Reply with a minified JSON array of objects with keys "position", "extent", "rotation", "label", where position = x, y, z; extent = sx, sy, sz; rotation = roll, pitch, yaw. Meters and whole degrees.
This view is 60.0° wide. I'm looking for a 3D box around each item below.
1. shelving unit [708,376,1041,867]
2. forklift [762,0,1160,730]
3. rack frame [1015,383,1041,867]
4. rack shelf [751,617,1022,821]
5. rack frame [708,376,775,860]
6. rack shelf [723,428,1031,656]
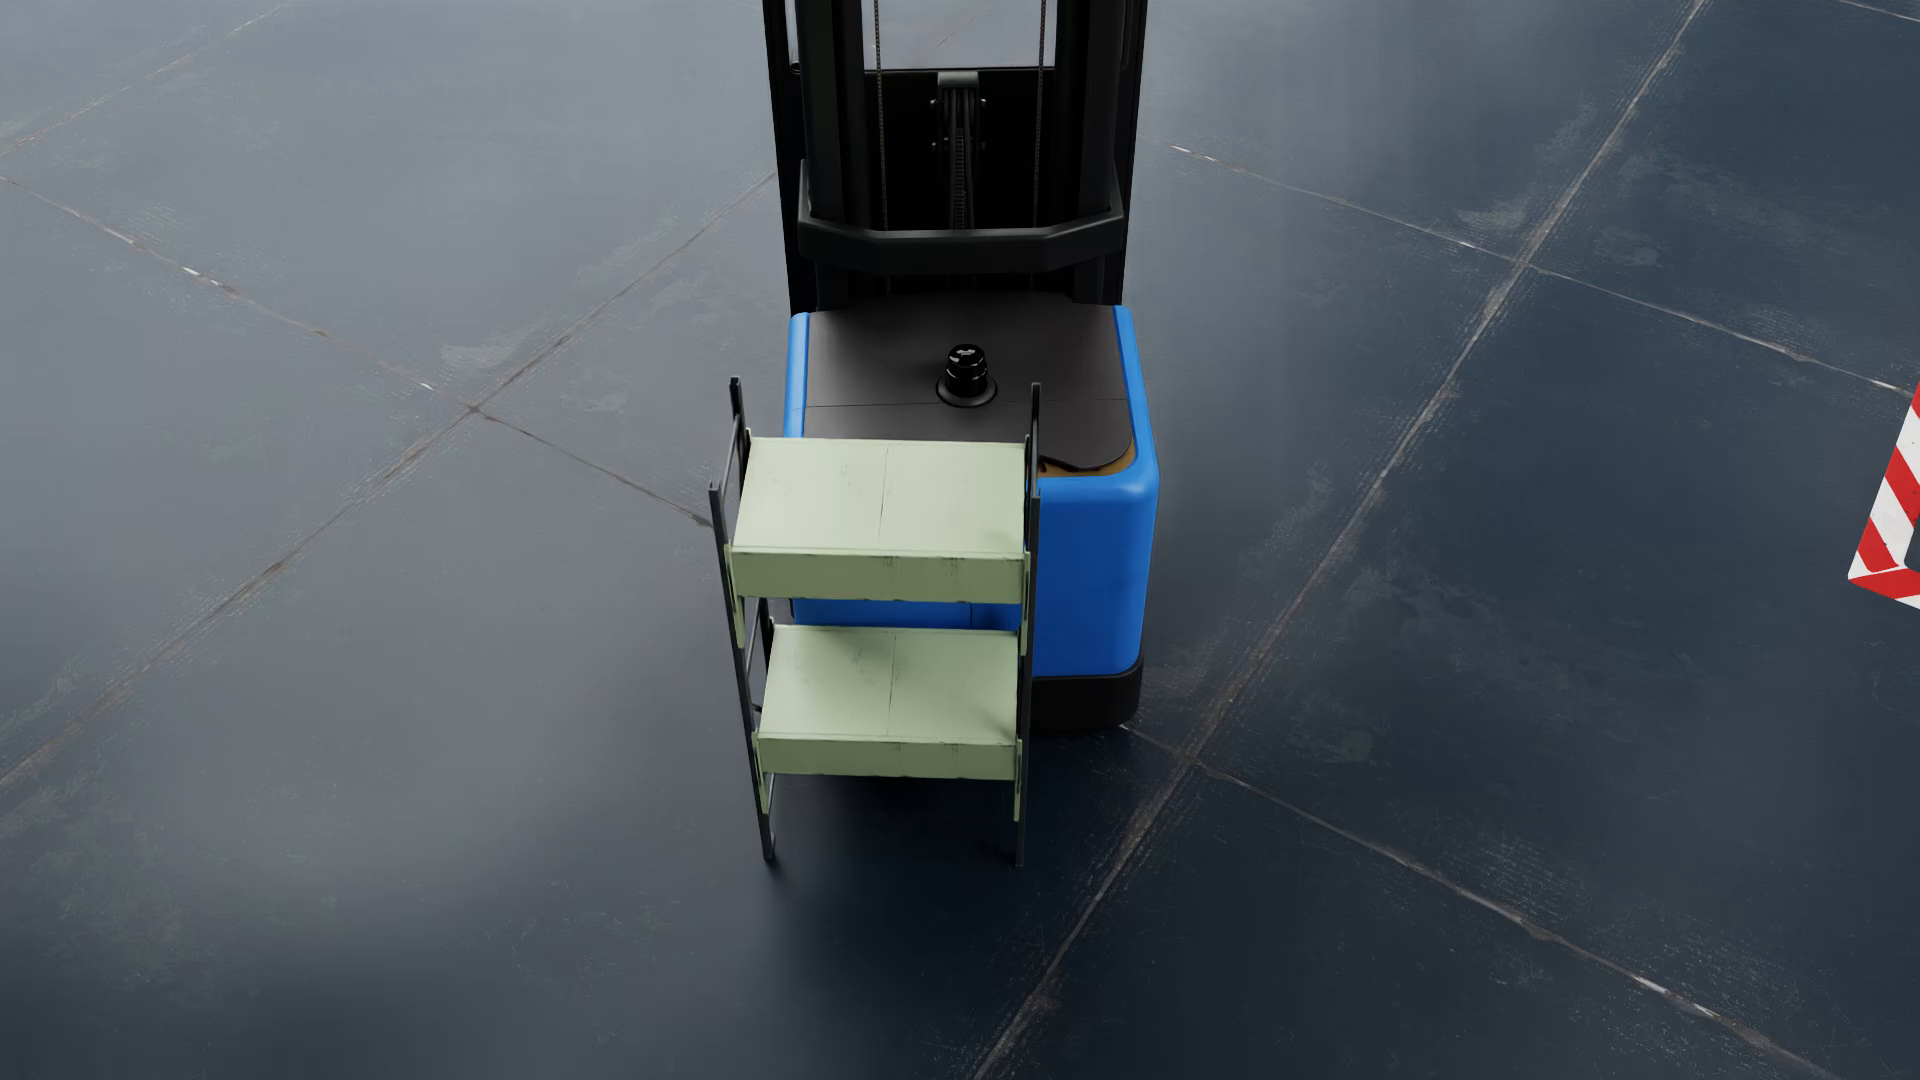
[{"position":[-0.188,0.275,4.436],"extent":[0.755,1.500,0.431],"rotation":[1,46,1],"label":"shelving unit"},{"position":[-0.023,-1.471,5.136],"extent":[1.130,2.935,3.031],"rotation":[-2,46,-1],"label":"forklift"},{"position":[0.178,0.284,4.427],"extent":[0.023,1.500,0.400],"rotation":[1,46,1],"label":"rack frame"},{"position":[-0.188,0.502,4.670],"extent":[0.720,0.370,0.431],"rotation":[1,46,1],"label":"rack shelf"},{"position":[-0.554,0.266,4.445],"extent":[0.023,1.500,0.400],"rotation":[1,46,1],"label":"rack frame"},{"position":[-0.188,0.004,4.156],"extent":[0.720,0.370,0.431],"rotation":[1,46,1],"label":"rack shelf"}]
